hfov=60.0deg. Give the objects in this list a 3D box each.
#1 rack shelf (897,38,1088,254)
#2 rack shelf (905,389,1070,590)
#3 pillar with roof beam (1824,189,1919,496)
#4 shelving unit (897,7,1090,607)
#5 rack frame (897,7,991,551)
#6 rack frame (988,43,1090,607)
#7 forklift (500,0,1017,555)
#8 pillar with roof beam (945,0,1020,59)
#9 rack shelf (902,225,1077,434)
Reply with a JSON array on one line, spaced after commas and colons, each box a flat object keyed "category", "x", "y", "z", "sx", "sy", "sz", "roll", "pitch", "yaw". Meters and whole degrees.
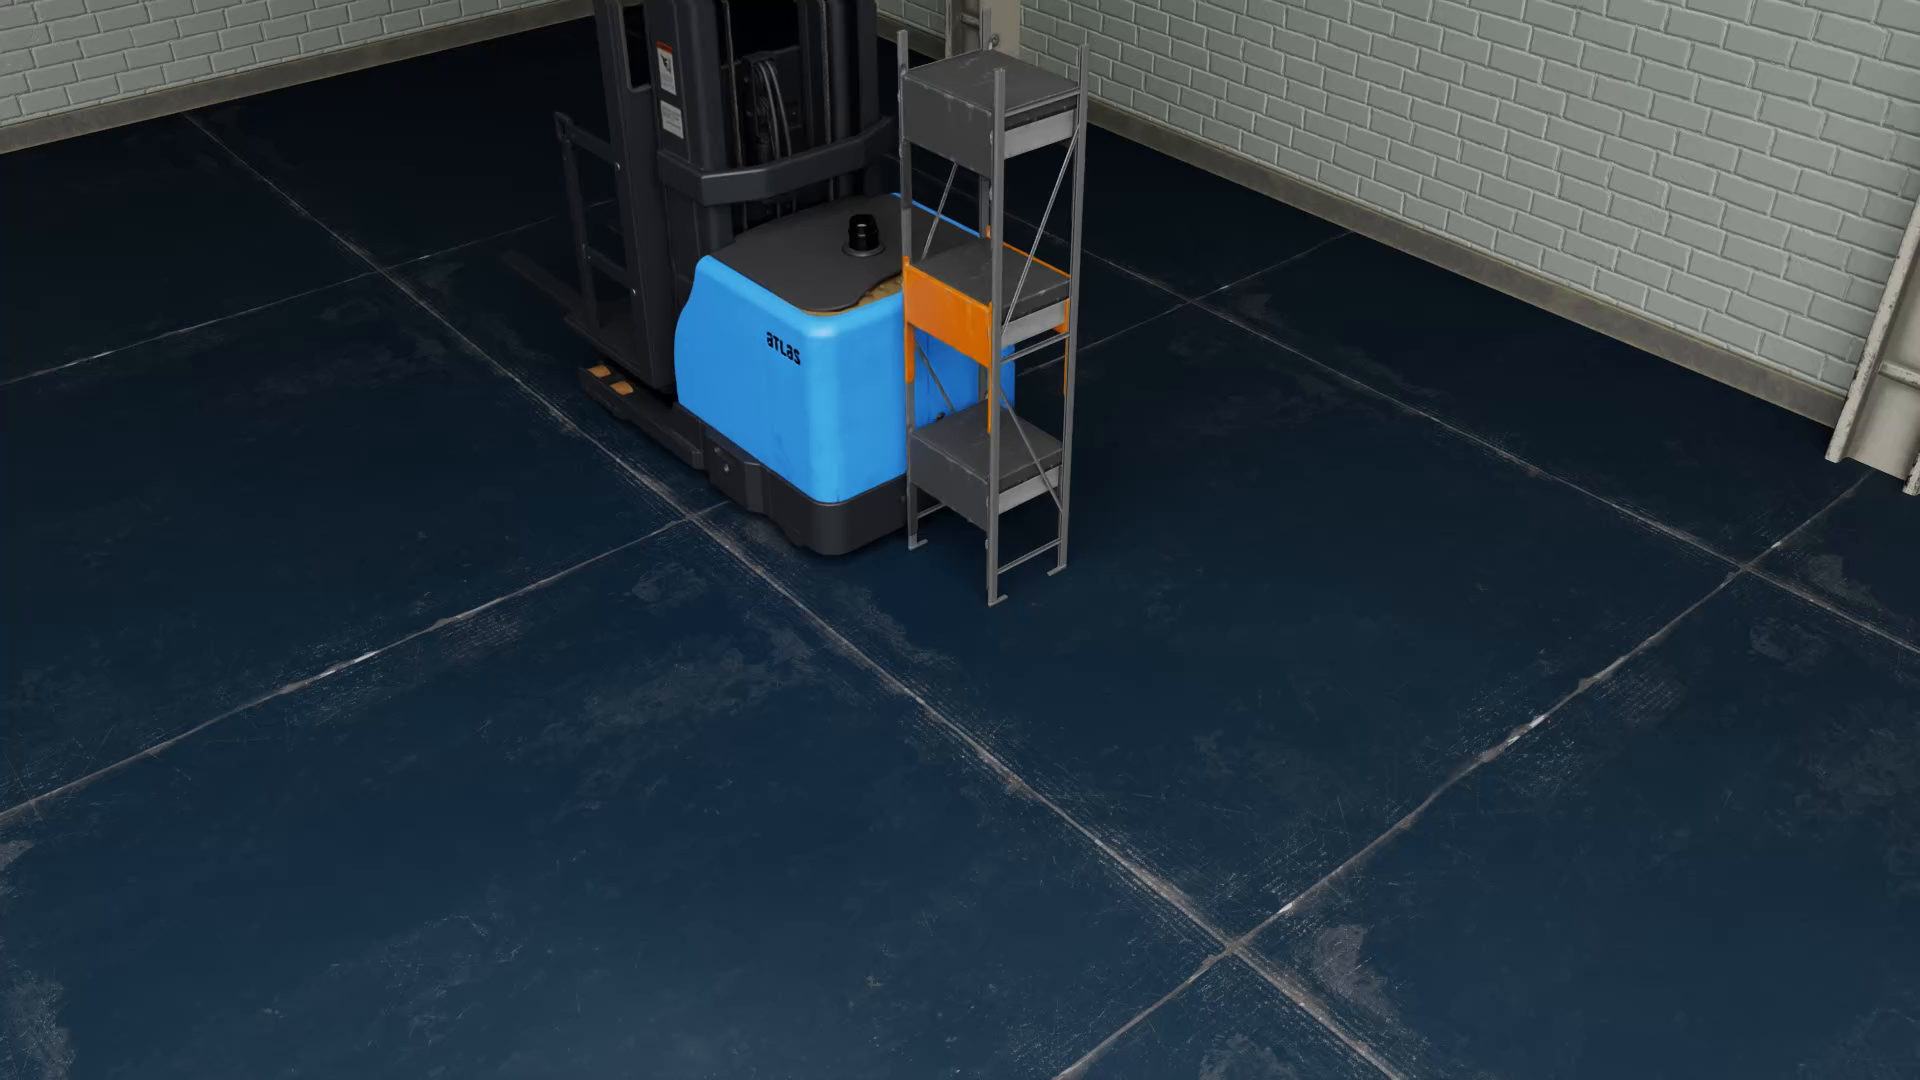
[{"category": "rack shelf", "x": 0.107, "y": -1.344, "z": 5.643, "sx": 0.431, "sy": 0.518, "sz": 0.480, "roll": -26, "pitch": 43, "yaw": -32}, {"category": "rack shelf", "x": 0.107, "y": -0.201, "z": 6.452, "sx": 0.431, "sy": 0.518, "sz": 0.480, "roll": -26, "pitch": 43, "yaw": -32}, {"category": "pillar with roof beam", "x": 0.726, "y": -2.396, "z": 2.347, "sx": 9.100, "sy": 9.000, "sz": 0.400, "roll": -26, "pitch": 43, "yaw": -32}, {"category": "shelving unit", "x": 0.107, "y": -0.784, "z": 6.040, "sx": 0.431, "sy": 2.100, "sz": 0.503, "roll": -26, "pitch": 43, "yaw": -32}, {"category": "rack frame", "x": -0.051, "y": -0.892, "z": 6.192, "sx": 0.400, "sy": 2.100, "sz": 0.015, "roll": -26, "pitch": 43, "yaw": -32}, {"category": "rack frame", "x": 0.264, "y": -0.676, "z": 5.888, "sx": 0.400, "sy": 2.100, "sz": 0.015, "roll": -26, "pitch": 43, "yaw": -32}, {"category": "forklift", "x": -1.094, "y": -1.915, "z": 6.917, "sx": 1.130, "sy": 2.935, "sz": 3.031, "roll": -26, "pitch": 43, "yaw": -32}, {"category": "pillar with roof beam", "x": -3.146, "y": -5.045, "z": 6.087, "sx": 9.100, "sy": 9.000, "sz": 0.400, "roll": -26, "pitch": 43, "yaw": -32}, {"category": "rack shelf", "x": 0.107, "y": -0.773, "z": 6.048, "sx": 0.431, "sy": 0.518, "sz": 0.480, "roll": -26, "pitch": 43, "yaw": -32}]
